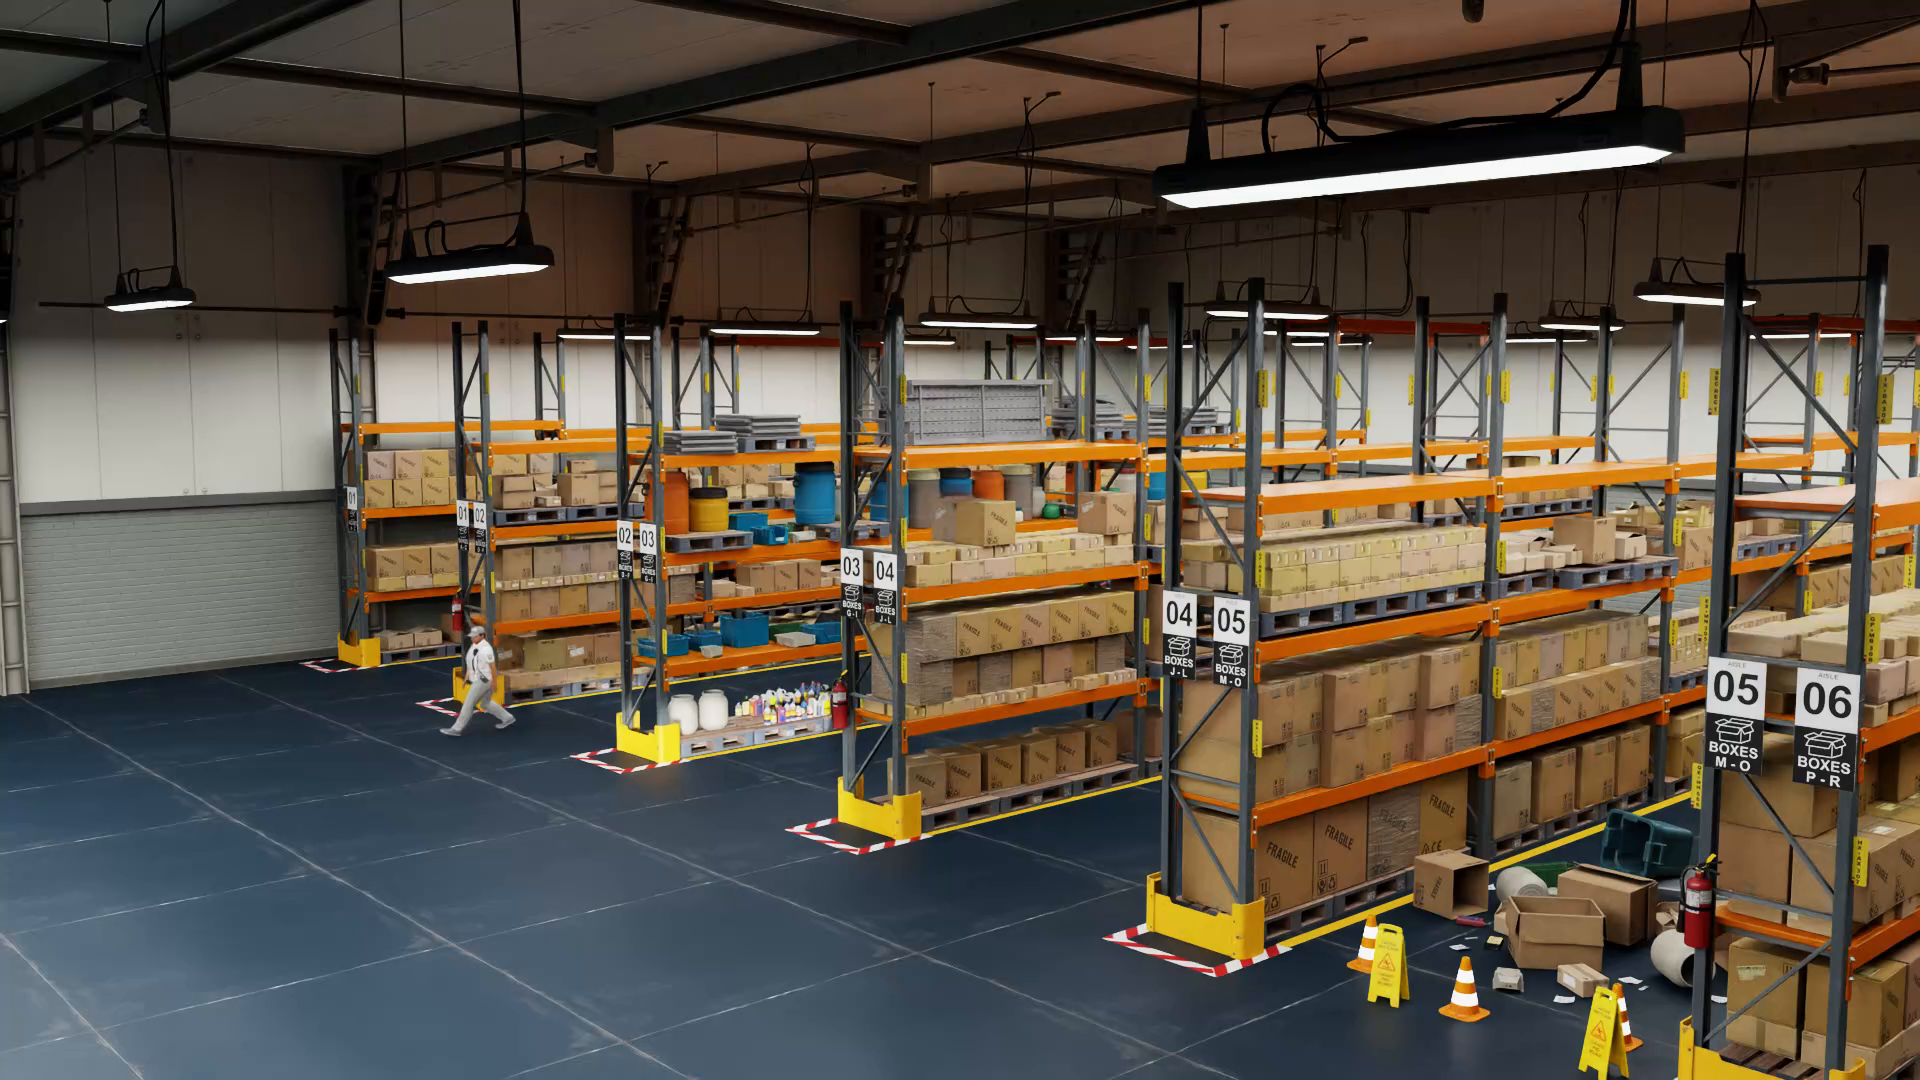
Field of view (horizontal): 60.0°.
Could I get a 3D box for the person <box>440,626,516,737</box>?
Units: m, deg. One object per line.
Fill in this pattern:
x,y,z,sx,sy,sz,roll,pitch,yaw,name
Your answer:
-6.958,2.010,23.919,1.081,1.576,0.466,-3,7,-30,person
